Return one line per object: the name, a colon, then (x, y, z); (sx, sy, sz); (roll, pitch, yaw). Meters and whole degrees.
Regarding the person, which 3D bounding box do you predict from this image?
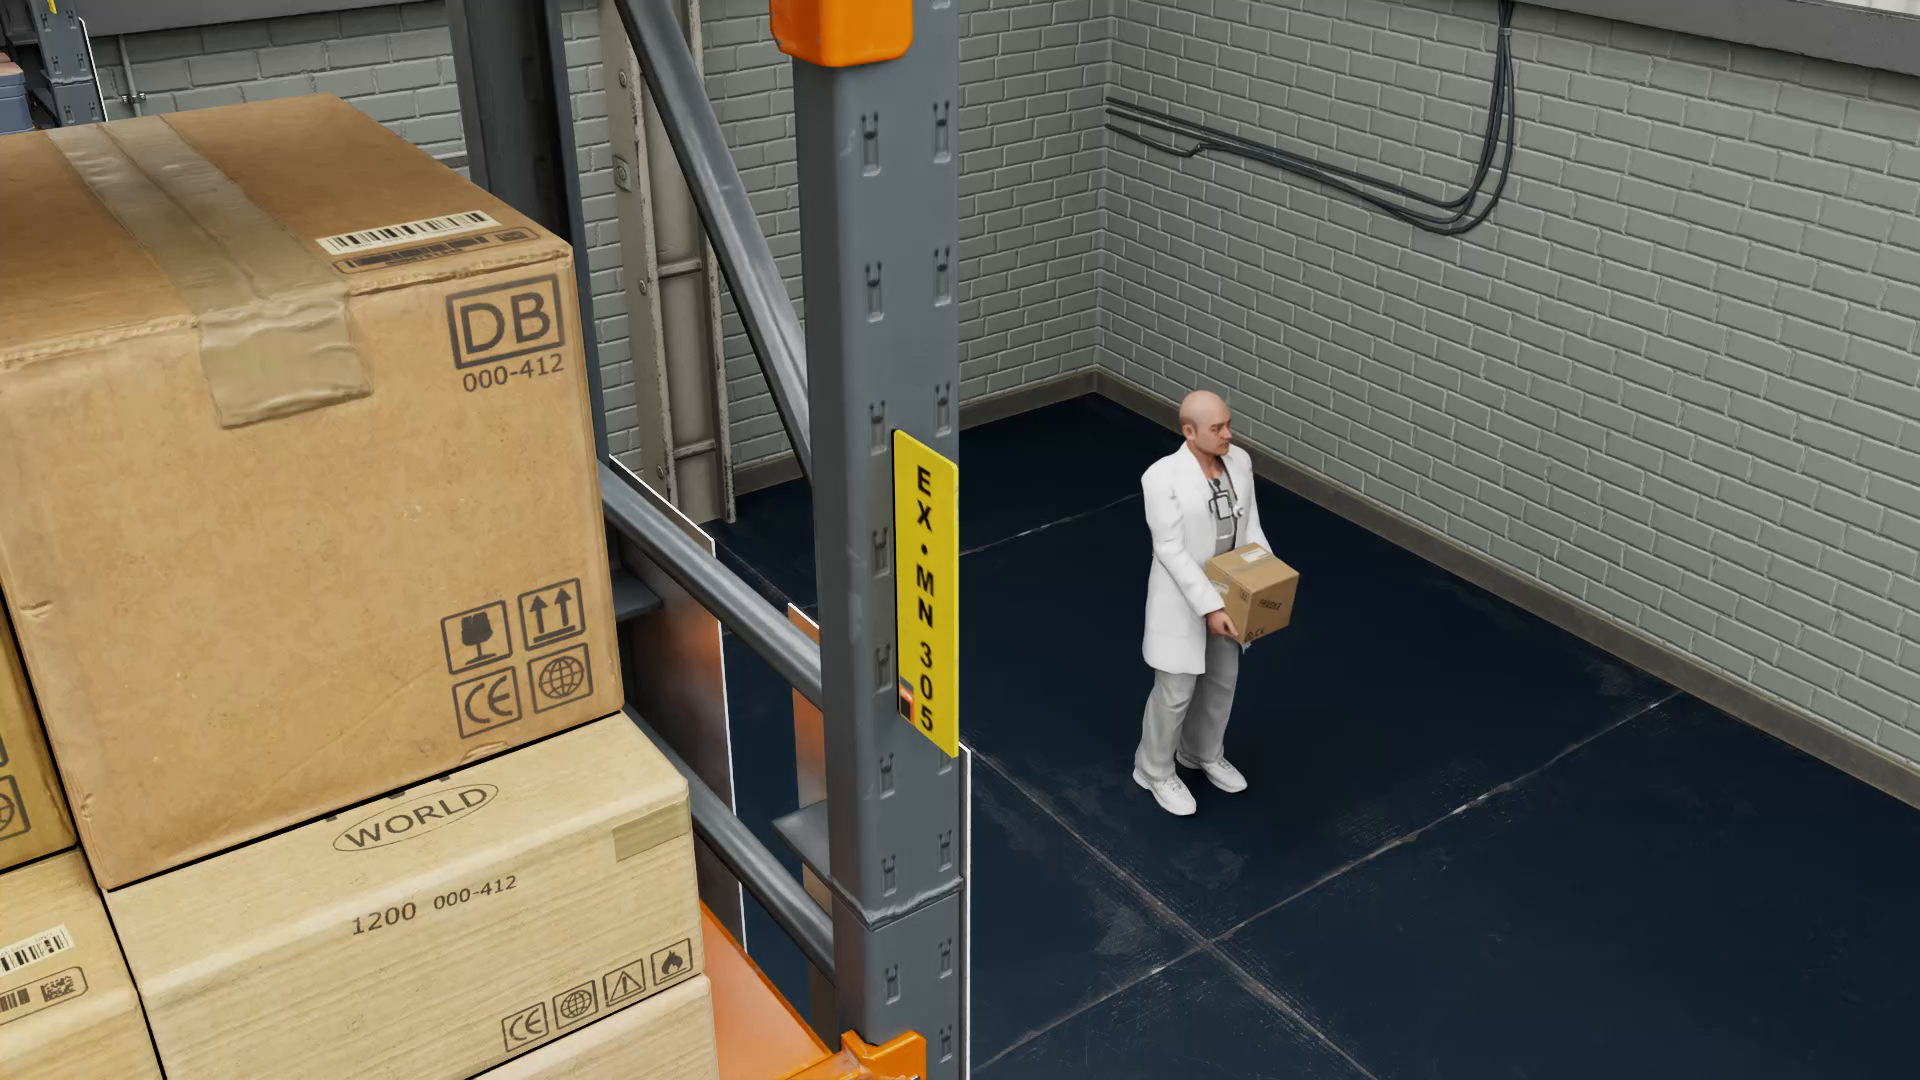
person: (1.013, 0.325, 6.633); (0.526, 1.686, 0.543); (-18, 33, -30)
